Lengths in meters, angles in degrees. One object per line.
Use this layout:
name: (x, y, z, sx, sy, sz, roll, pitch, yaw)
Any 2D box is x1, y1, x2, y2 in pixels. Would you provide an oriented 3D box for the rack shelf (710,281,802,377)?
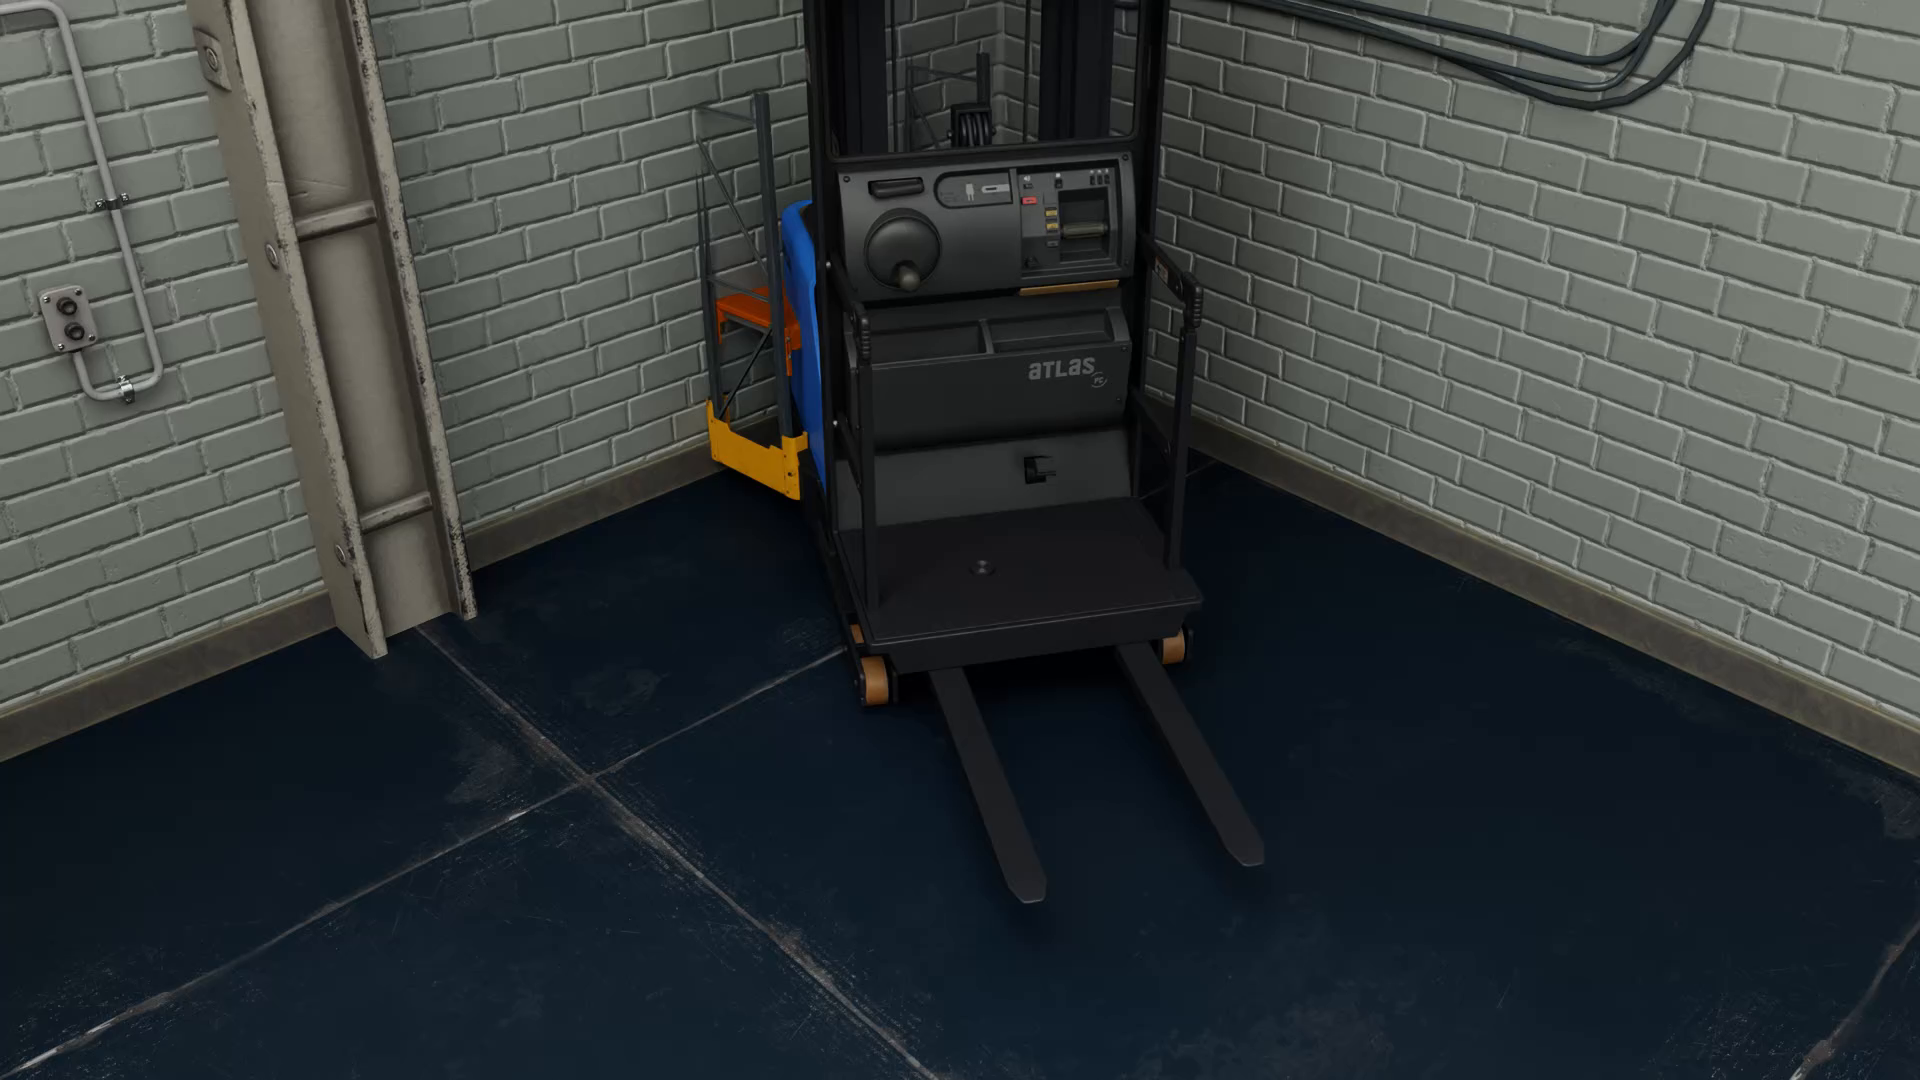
rack shelf: (-0.426, -0.914, 6.519, 1.000, 0.185, 0.538, -22, 33, -36)

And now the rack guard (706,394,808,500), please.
rack guard: (-0.782, -0.364, 6.427, 0.087, 0.250, 0.587, -22, 33, -36)

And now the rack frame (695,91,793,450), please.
rack frame: (-0.810, -0.920, 6.141, 0.032, 1.500, 0.500, -22, 33, -36)

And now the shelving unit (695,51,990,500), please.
shelving unit: (-0.423, -1.078, 6.445, 1.083, 1.500, 0.587, -22, 33, -36)

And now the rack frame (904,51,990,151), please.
rack frame: (-0.049, -1.231, 6.738, 0.032, 1.500, 0.500, -22, 33, -36)

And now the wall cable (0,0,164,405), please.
wall cable: (-3.029, -0.968, 3.983, 1.851, 1.984, 0.084, -26, 40, -35)

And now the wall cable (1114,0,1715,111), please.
wall cable: (1.066, -2.822, 5.216, 0.112, 2.526, 3.097, -26, 40, -35)

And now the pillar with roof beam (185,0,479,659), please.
pillar with roof beam: (0.994, -1.919, 0.763, 0.400, 9.000, 9.100, -26, 40, -35)

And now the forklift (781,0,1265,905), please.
forklift: (0.143, -0.931, 4.963, 1.130, 2.935, 3.031, -7, 32, -11)
